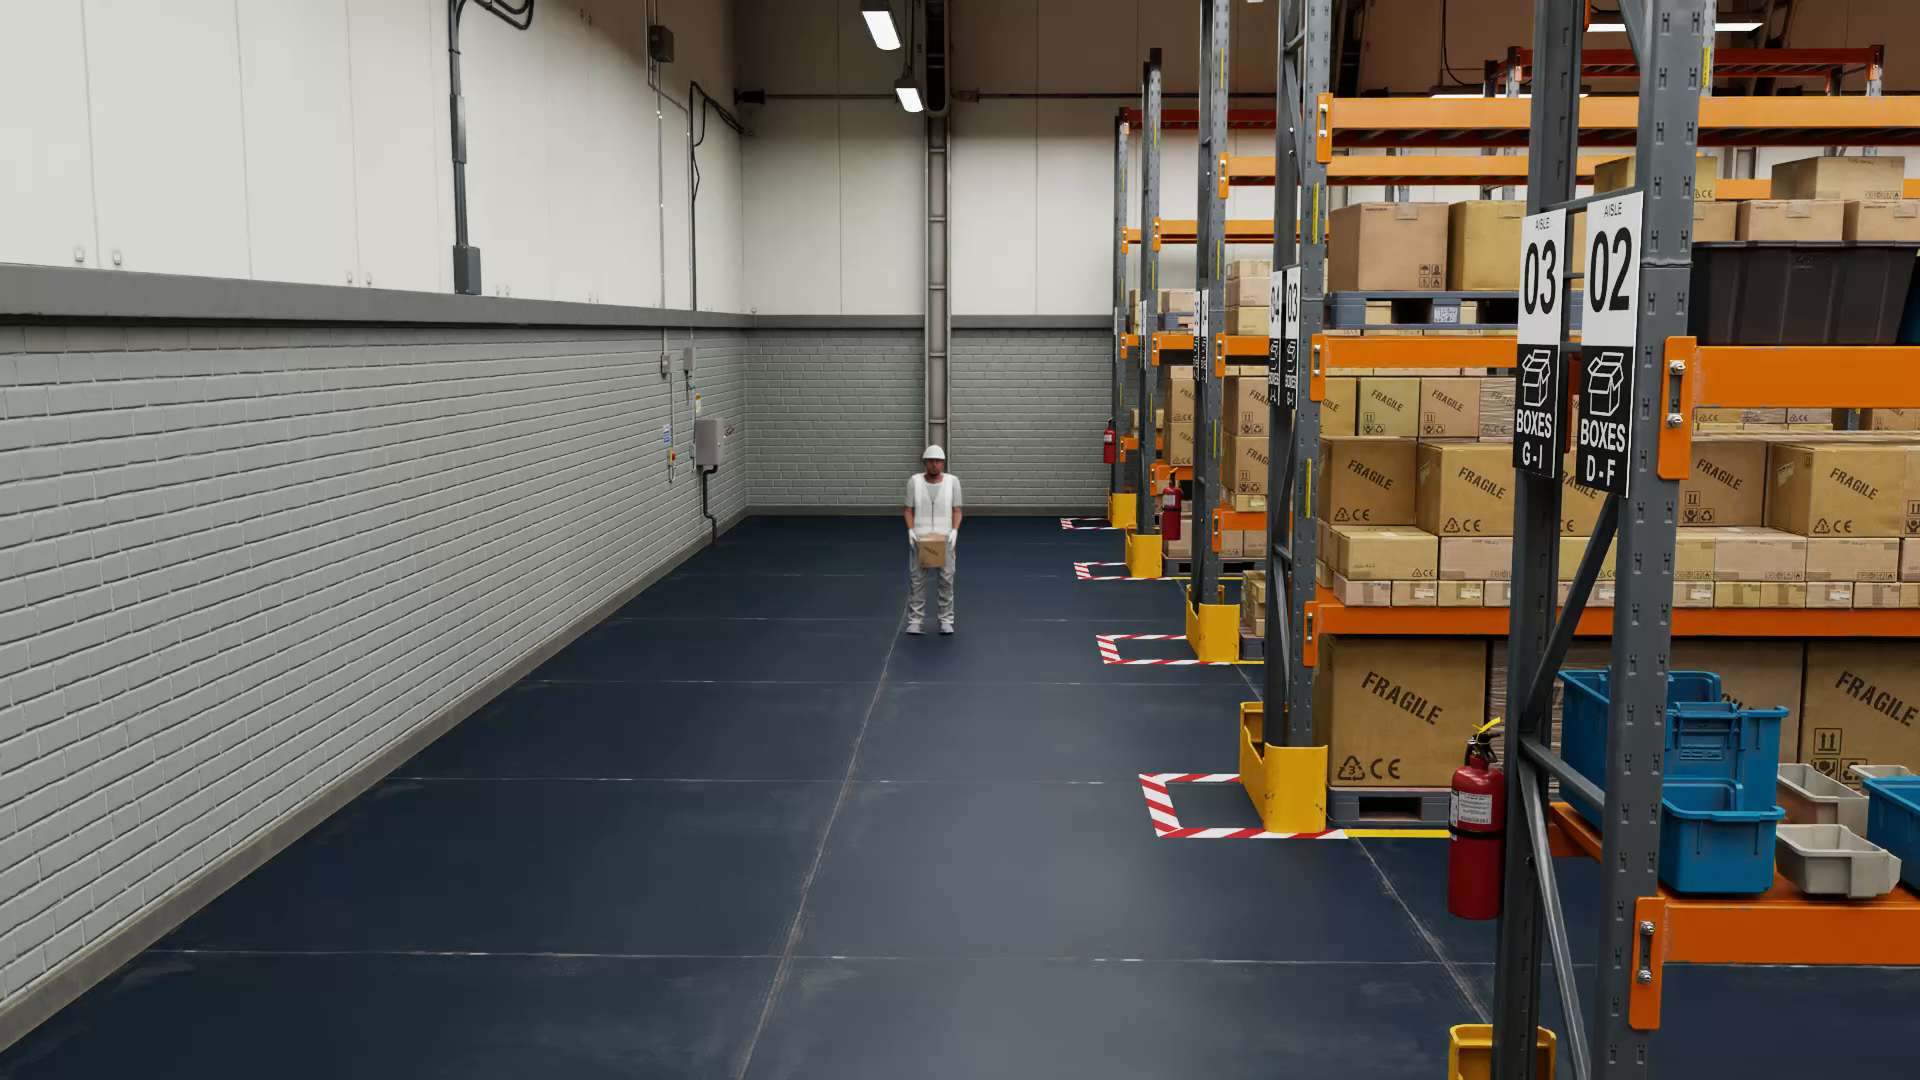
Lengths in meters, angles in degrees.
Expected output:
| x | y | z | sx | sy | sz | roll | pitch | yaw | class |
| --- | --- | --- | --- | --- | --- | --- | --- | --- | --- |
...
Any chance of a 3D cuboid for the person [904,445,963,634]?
| x | y | z | sx | sy | sz | roll | pitch | yaw | class |
| --- | --- | --- | --- | --- | --- | --- | --- | --- | --- |
| -0.253 | -0.006 | 15.719 | 0.555 | 1.787 | 0.469 | 0 | 7 | 0 | person |
